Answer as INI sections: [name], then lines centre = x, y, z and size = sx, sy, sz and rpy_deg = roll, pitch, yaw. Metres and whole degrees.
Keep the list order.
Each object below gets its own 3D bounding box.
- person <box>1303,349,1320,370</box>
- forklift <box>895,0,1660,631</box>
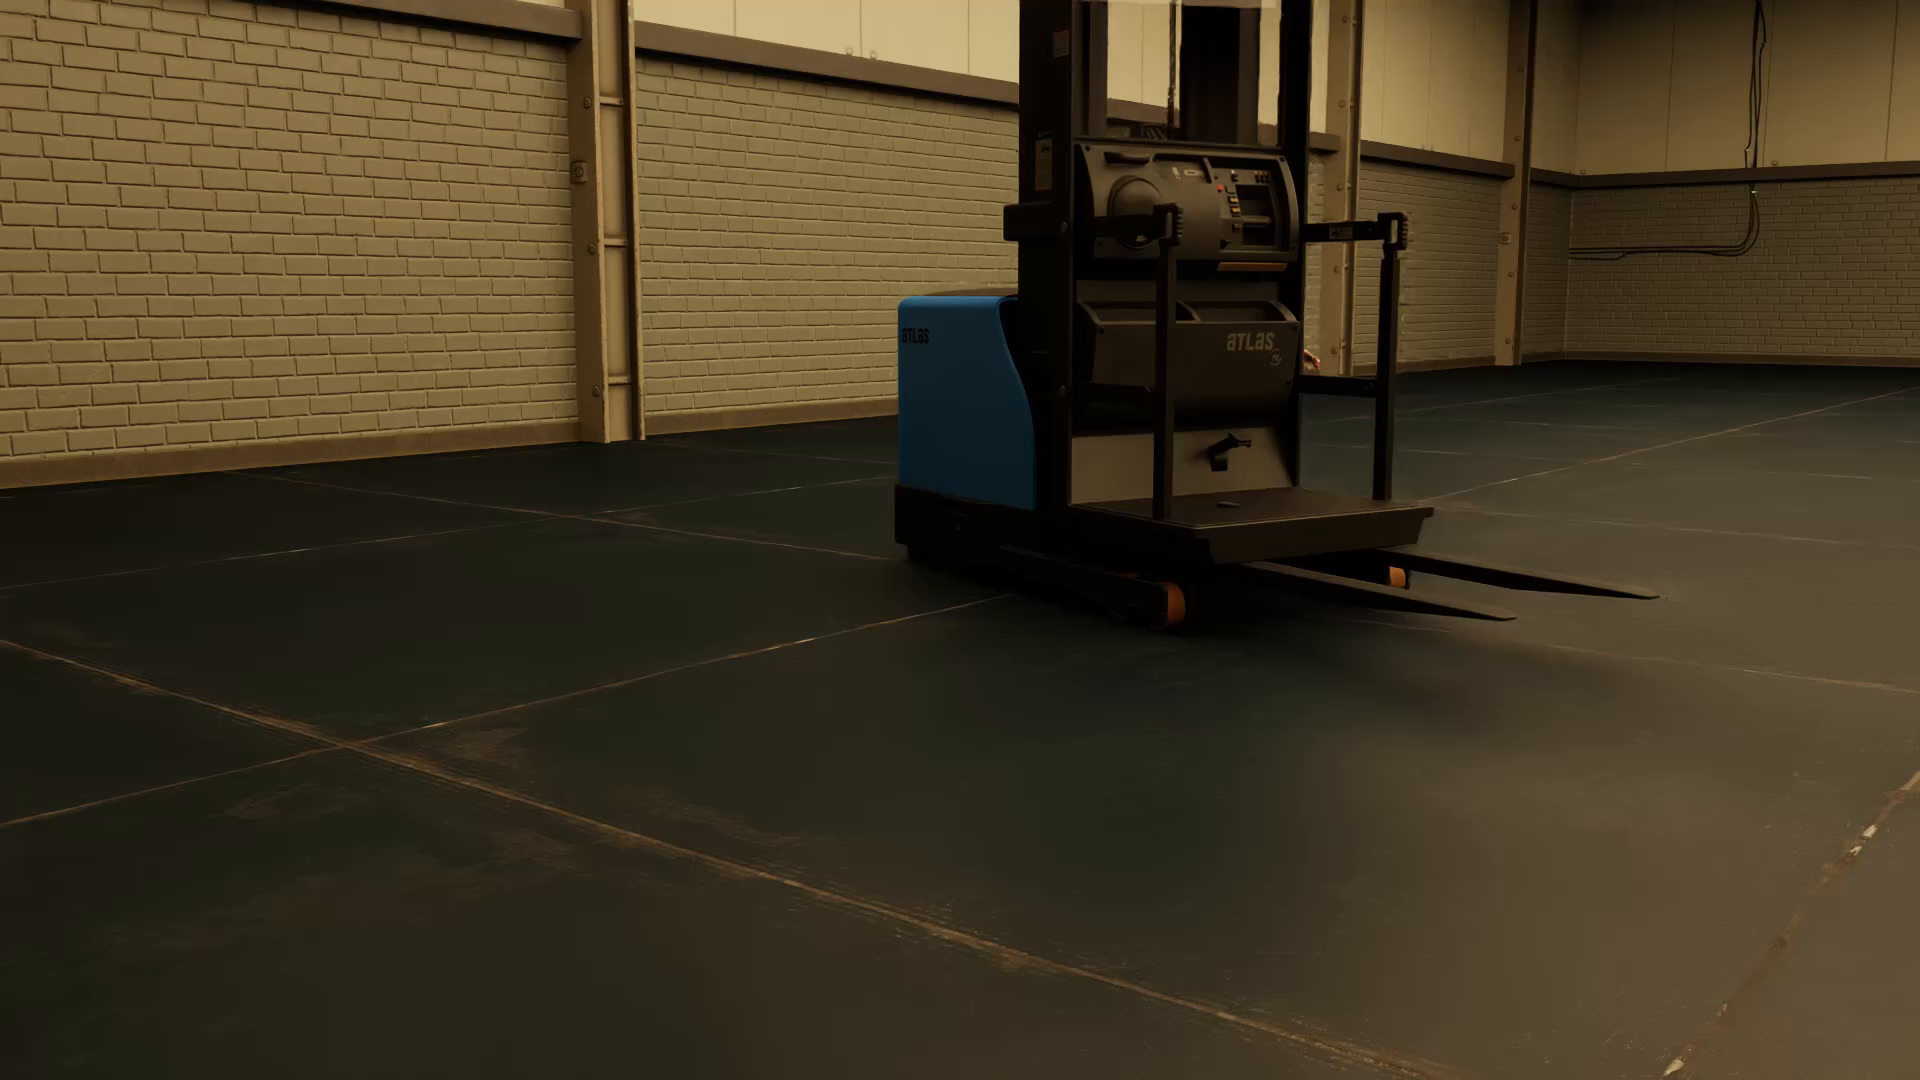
[person]
centre = 1.260, -0.819, 8.315
size = 0.985, 1.521, 0.496
rpy_deg = -2, 9, -12
[forklift]
centre = 0.934, -1.232, 5.698
size = 1.130, 2.935, 3.031
rpy_deg = -5, 10, -31
